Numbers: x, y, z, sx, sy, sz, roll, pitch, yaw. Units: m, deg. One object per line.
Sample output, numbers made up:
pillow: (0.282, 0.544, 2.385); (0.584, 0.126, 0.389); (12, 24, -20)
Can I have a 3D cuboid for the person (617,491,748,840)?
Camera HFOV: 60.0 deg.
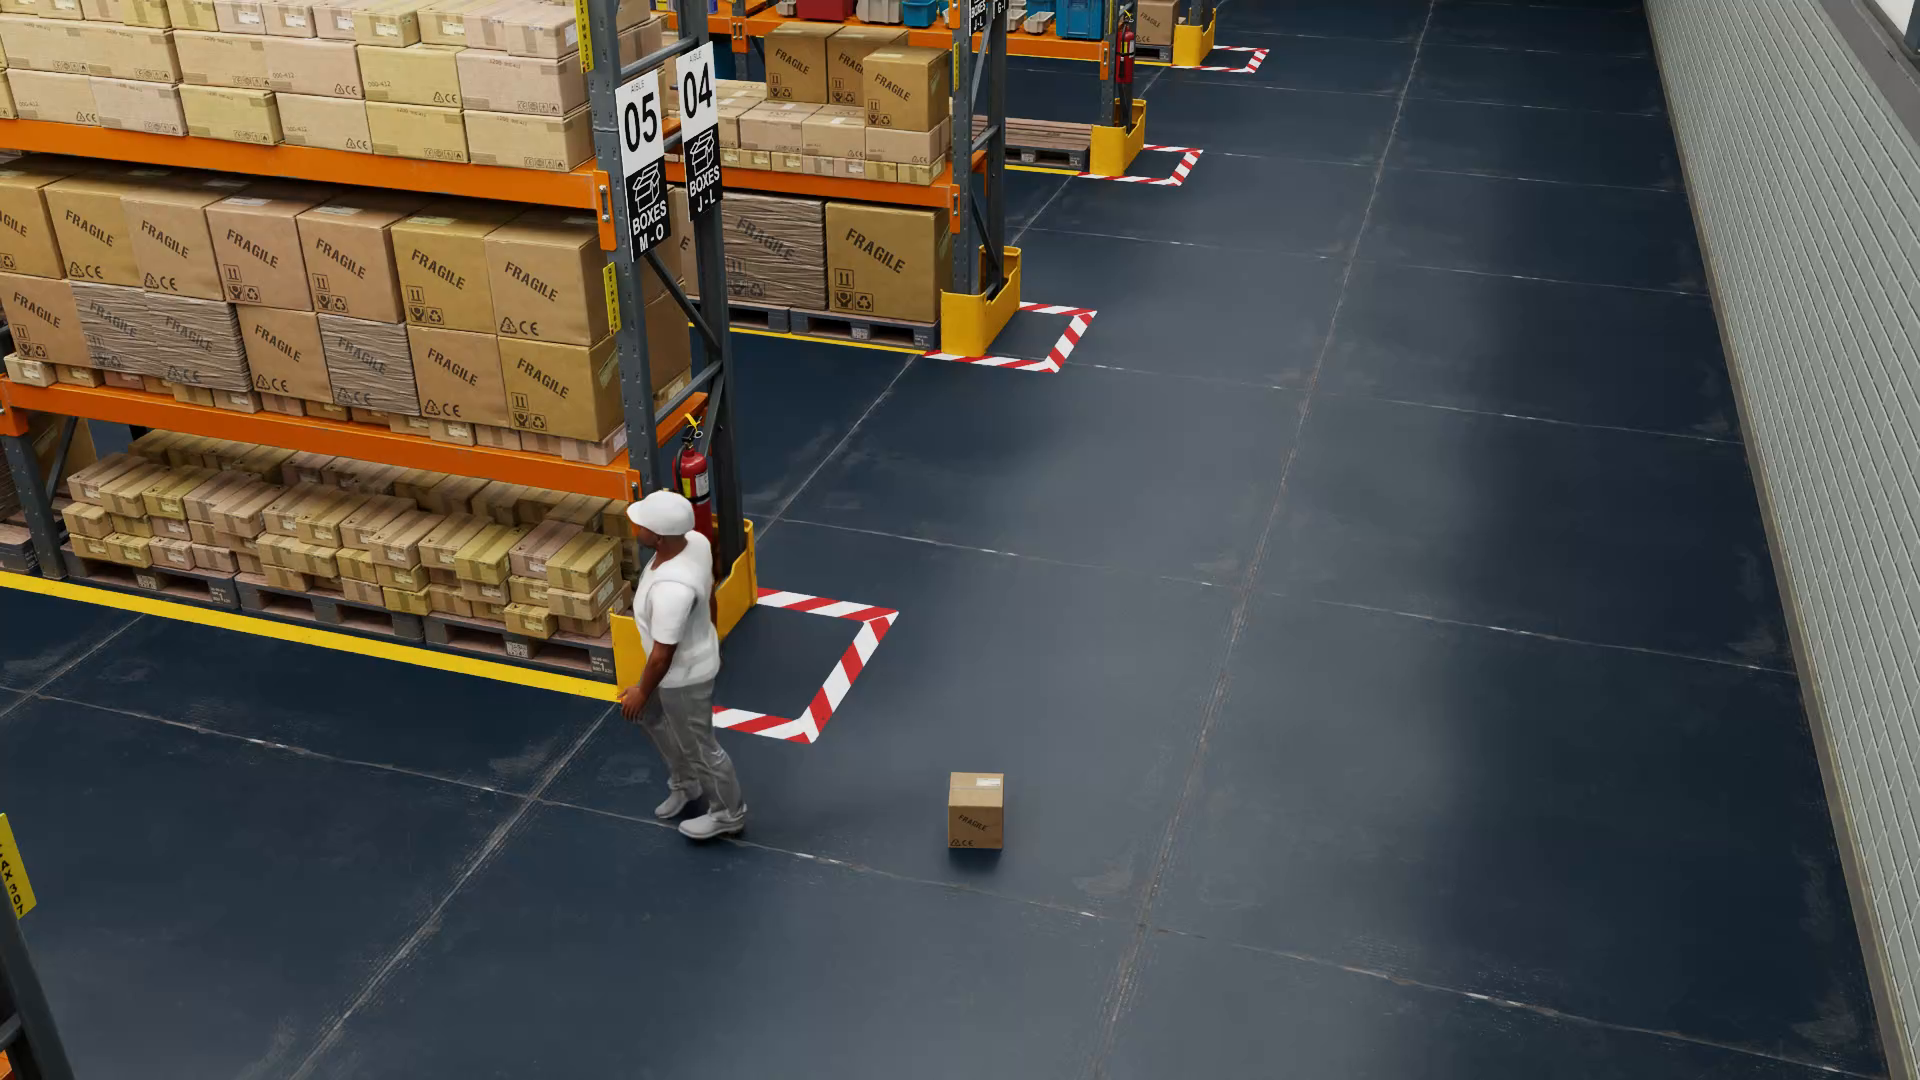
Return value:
person: (-1.260, 0.586, 7.433); (0.524, 1.809, 0.574); (-3, 29, -5)
